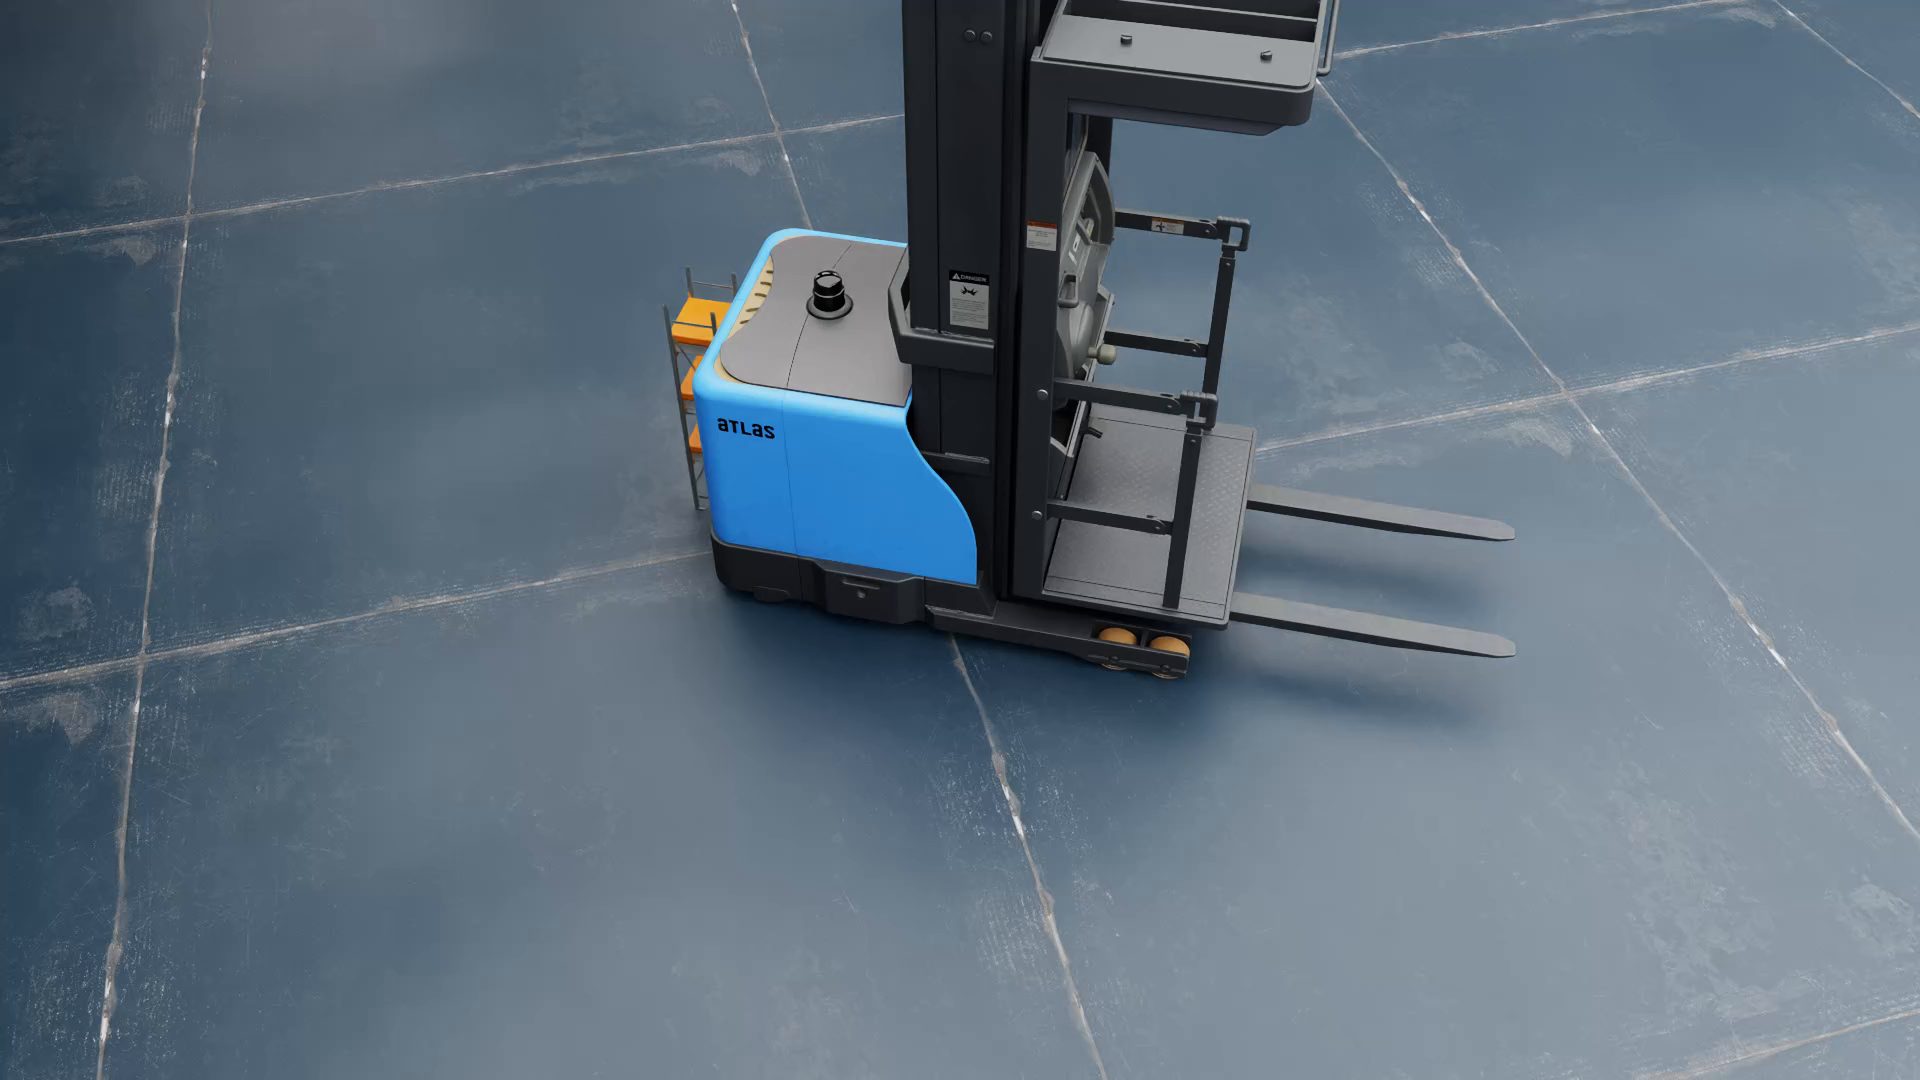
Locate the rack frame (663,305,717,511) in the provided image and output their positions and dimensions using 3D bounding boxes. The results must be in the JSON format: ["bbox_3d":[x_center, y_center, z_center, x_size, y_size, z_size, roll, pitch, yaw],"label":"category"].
[{"bbox_3d":[-0.997,-0.482,6.488,0.200,1.050,0.008,9,46,9],"label":"rack frame"}]

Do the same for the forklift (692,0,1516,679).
[{"bbox_3d":[0.614,-0.925,5.604,3.031,2.935,1.130,9,46,9],"label":"forklift"}]

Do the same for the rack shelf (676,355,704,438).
[{"bbox_3d":[-0.970,-0.560,6.578,0.215,0.259,0.240,9,46,9],"label":"rack shelf"}]

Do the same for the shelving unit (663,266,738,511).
[{"bbox_3d":[-0.970,-0.567,6.571,0.215,1.050,0.252,9,46,9],"label":"shelving unit"}]

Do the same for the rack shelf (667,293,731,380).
[{"bbox_3d":[-0.970,-0.758,6.376,0.215,0.259,0.240,9,46,9],"label":"rack shelf"}]

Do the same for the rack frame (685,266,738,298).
[{"bbox_3d":[-0.942,-0.652,6.654,0.200,1.050,0.008,9,46,9],"label":"rack frame"}]

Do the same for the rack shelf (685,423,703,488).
[{"bbox_3d":[-0.970,-0.365,6.777,0.215,0.259,0.240,9,46,9],"label":"rack shelf"}]
